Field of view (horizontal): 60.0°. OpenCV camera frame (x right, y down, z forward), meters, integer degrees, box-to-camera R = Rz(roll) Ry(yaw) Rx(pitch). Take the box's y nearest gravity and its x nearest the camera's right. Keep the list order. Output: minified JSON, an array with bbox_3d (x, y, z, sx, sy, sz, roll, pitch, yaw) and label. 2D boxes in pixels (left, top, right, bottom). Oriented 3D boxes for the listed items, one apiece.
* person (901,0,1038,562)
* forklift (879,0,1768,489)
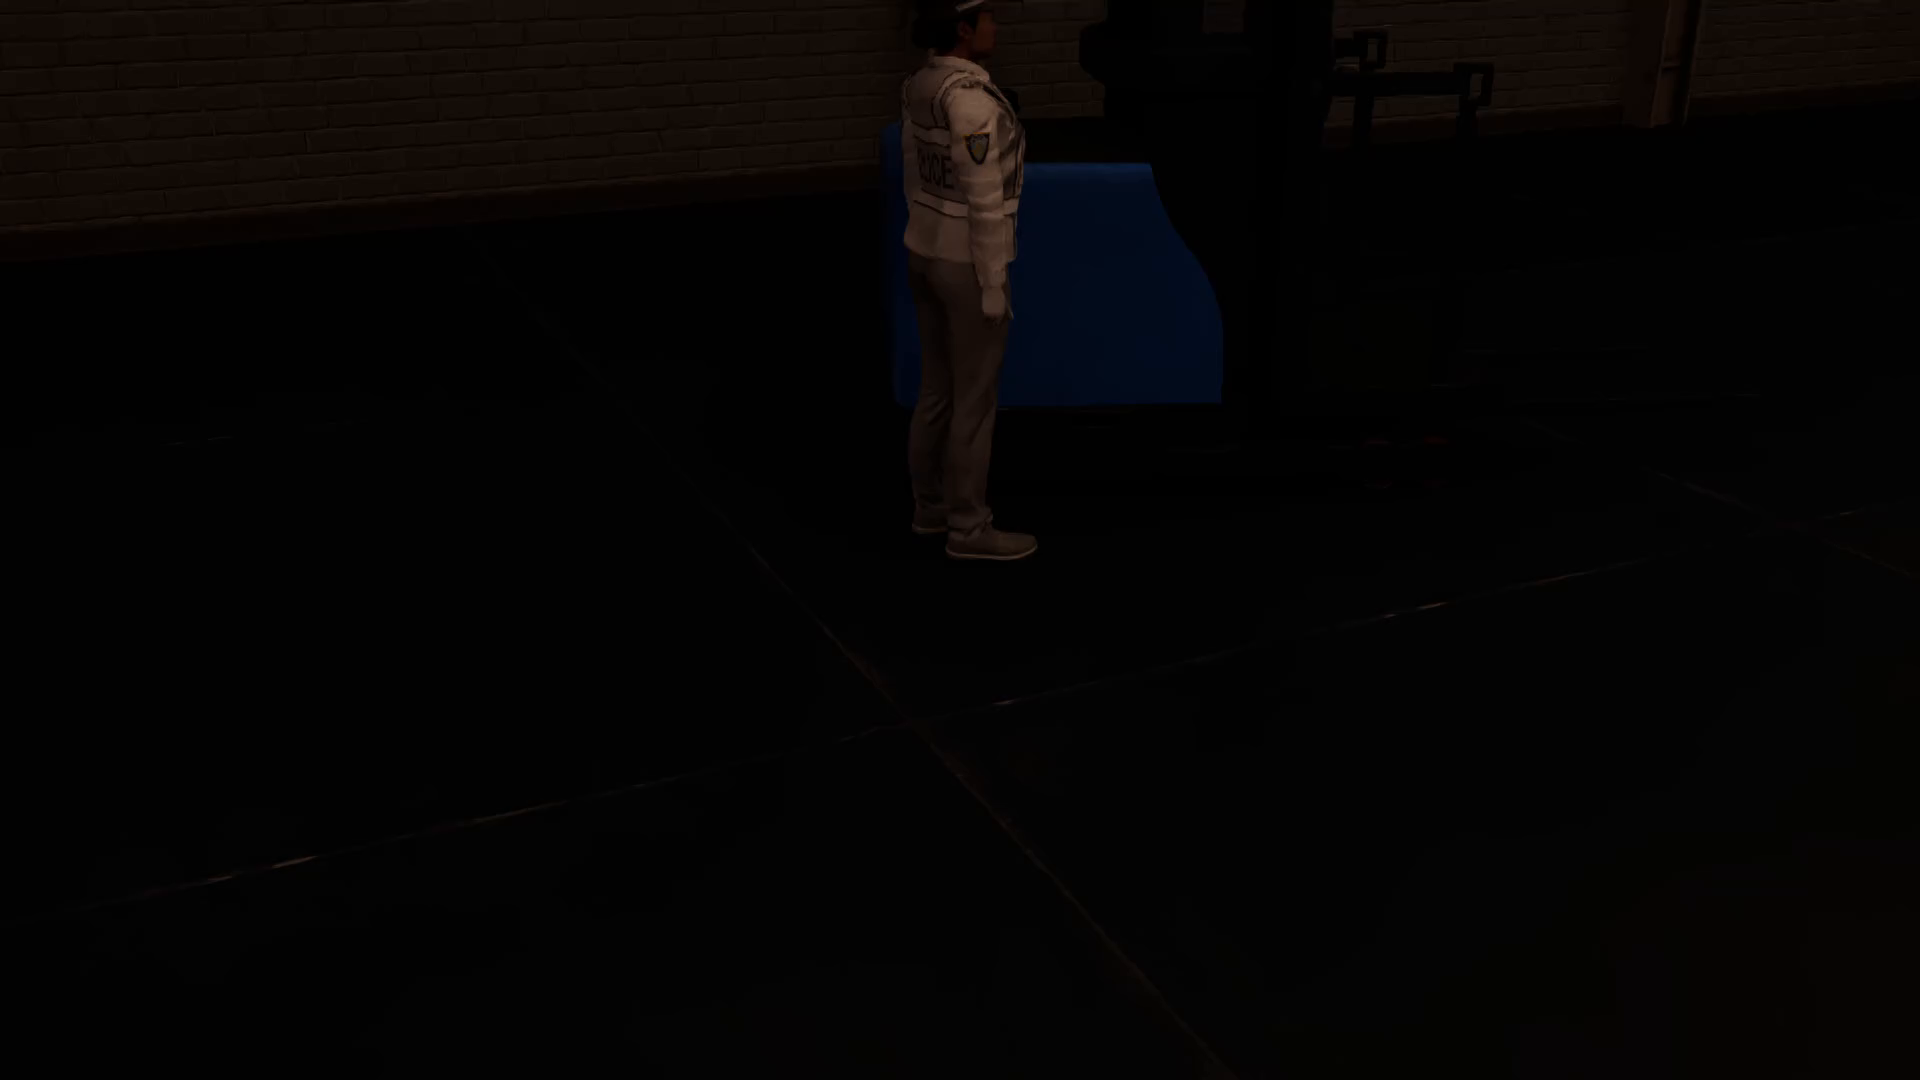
[{"bbox_3d":[0.013,-0.782,4.790,0.337,1.692,0.463,-10,25,-23],"label":"person"},{"bbox_3d":[1.250,-1.723,5.433,3.031,2.935,1.130,-2,23,-5],"label":"forklift"}]
